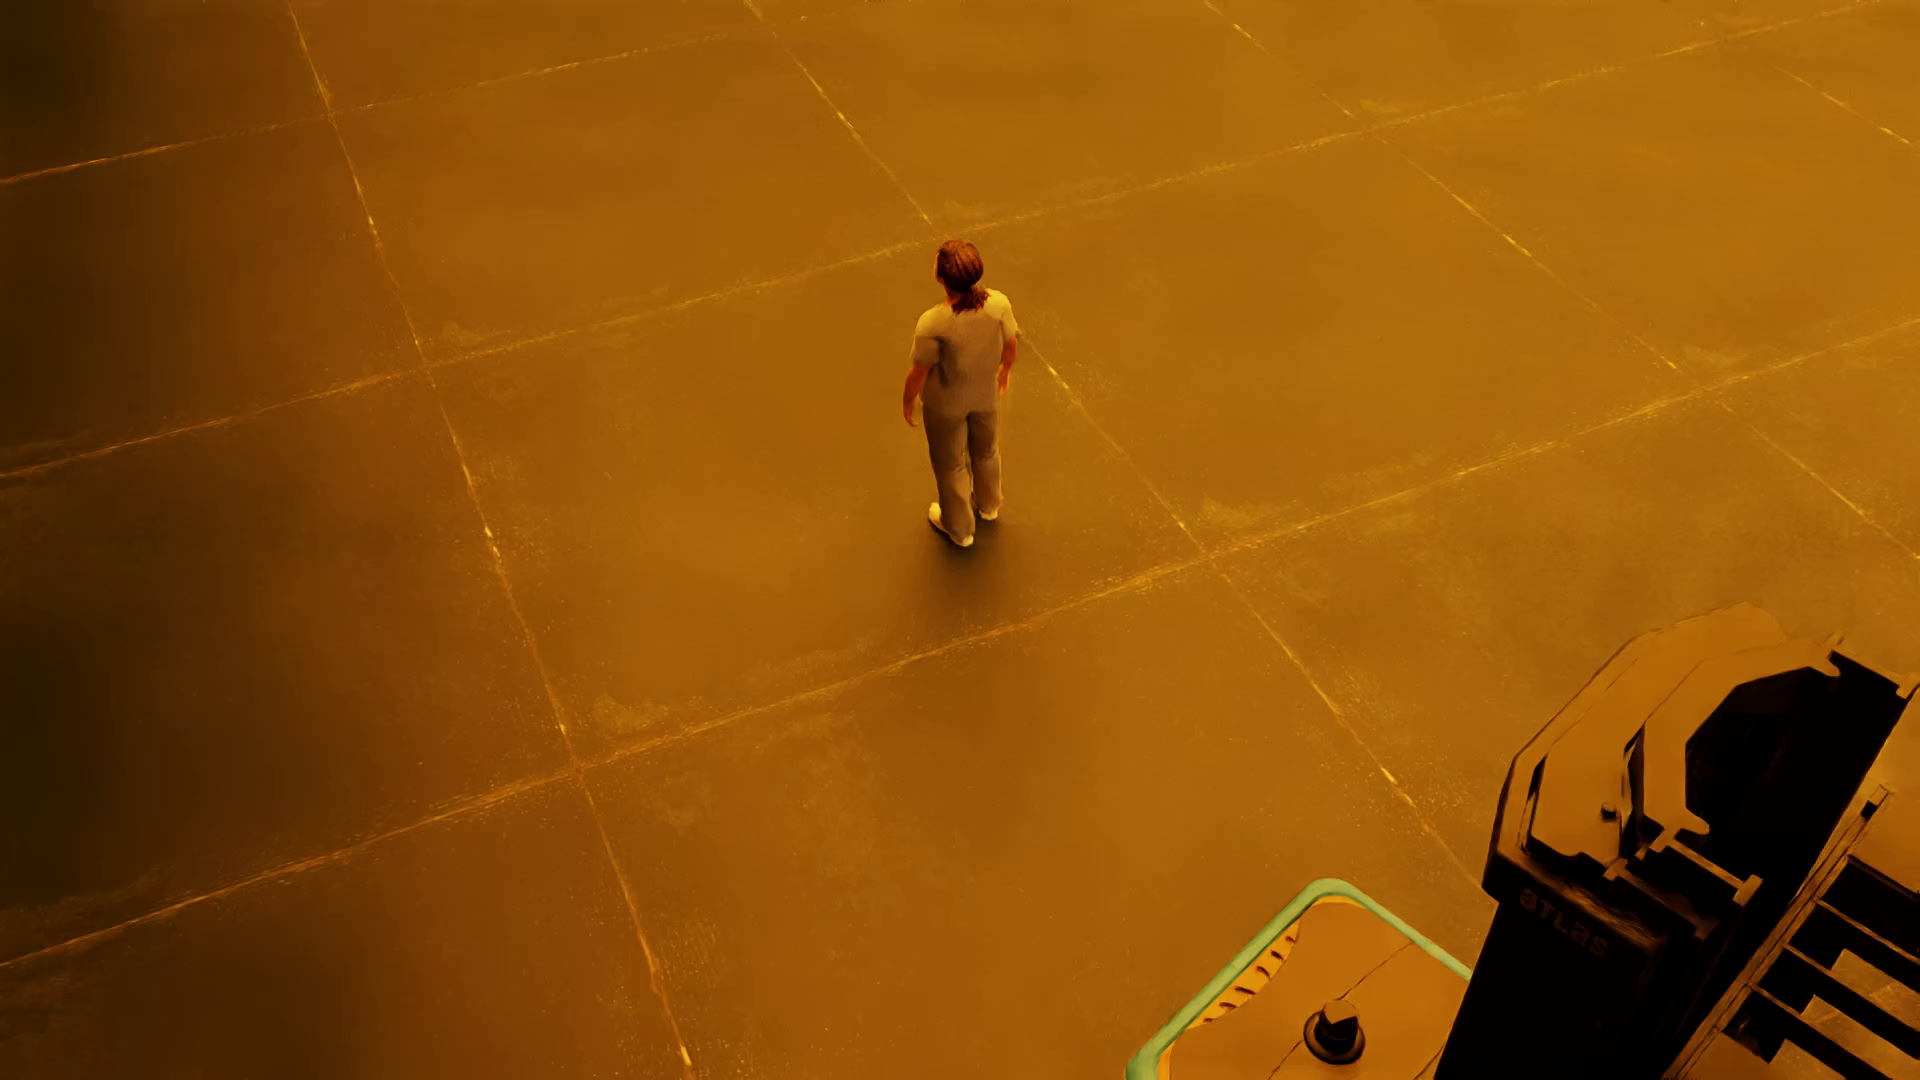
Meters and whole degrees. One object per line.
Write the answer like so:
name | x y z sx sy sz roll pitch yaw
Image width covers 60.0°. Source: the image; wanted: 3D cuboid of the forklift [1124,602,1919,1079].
forklift | 1.845 1.682 3.878 1.130 2.935 3.031 -34 53 -31

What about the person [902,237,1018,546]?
person | -0.019 -0.662 7.309 0.550 1.660 0.548 -18 46 -18
